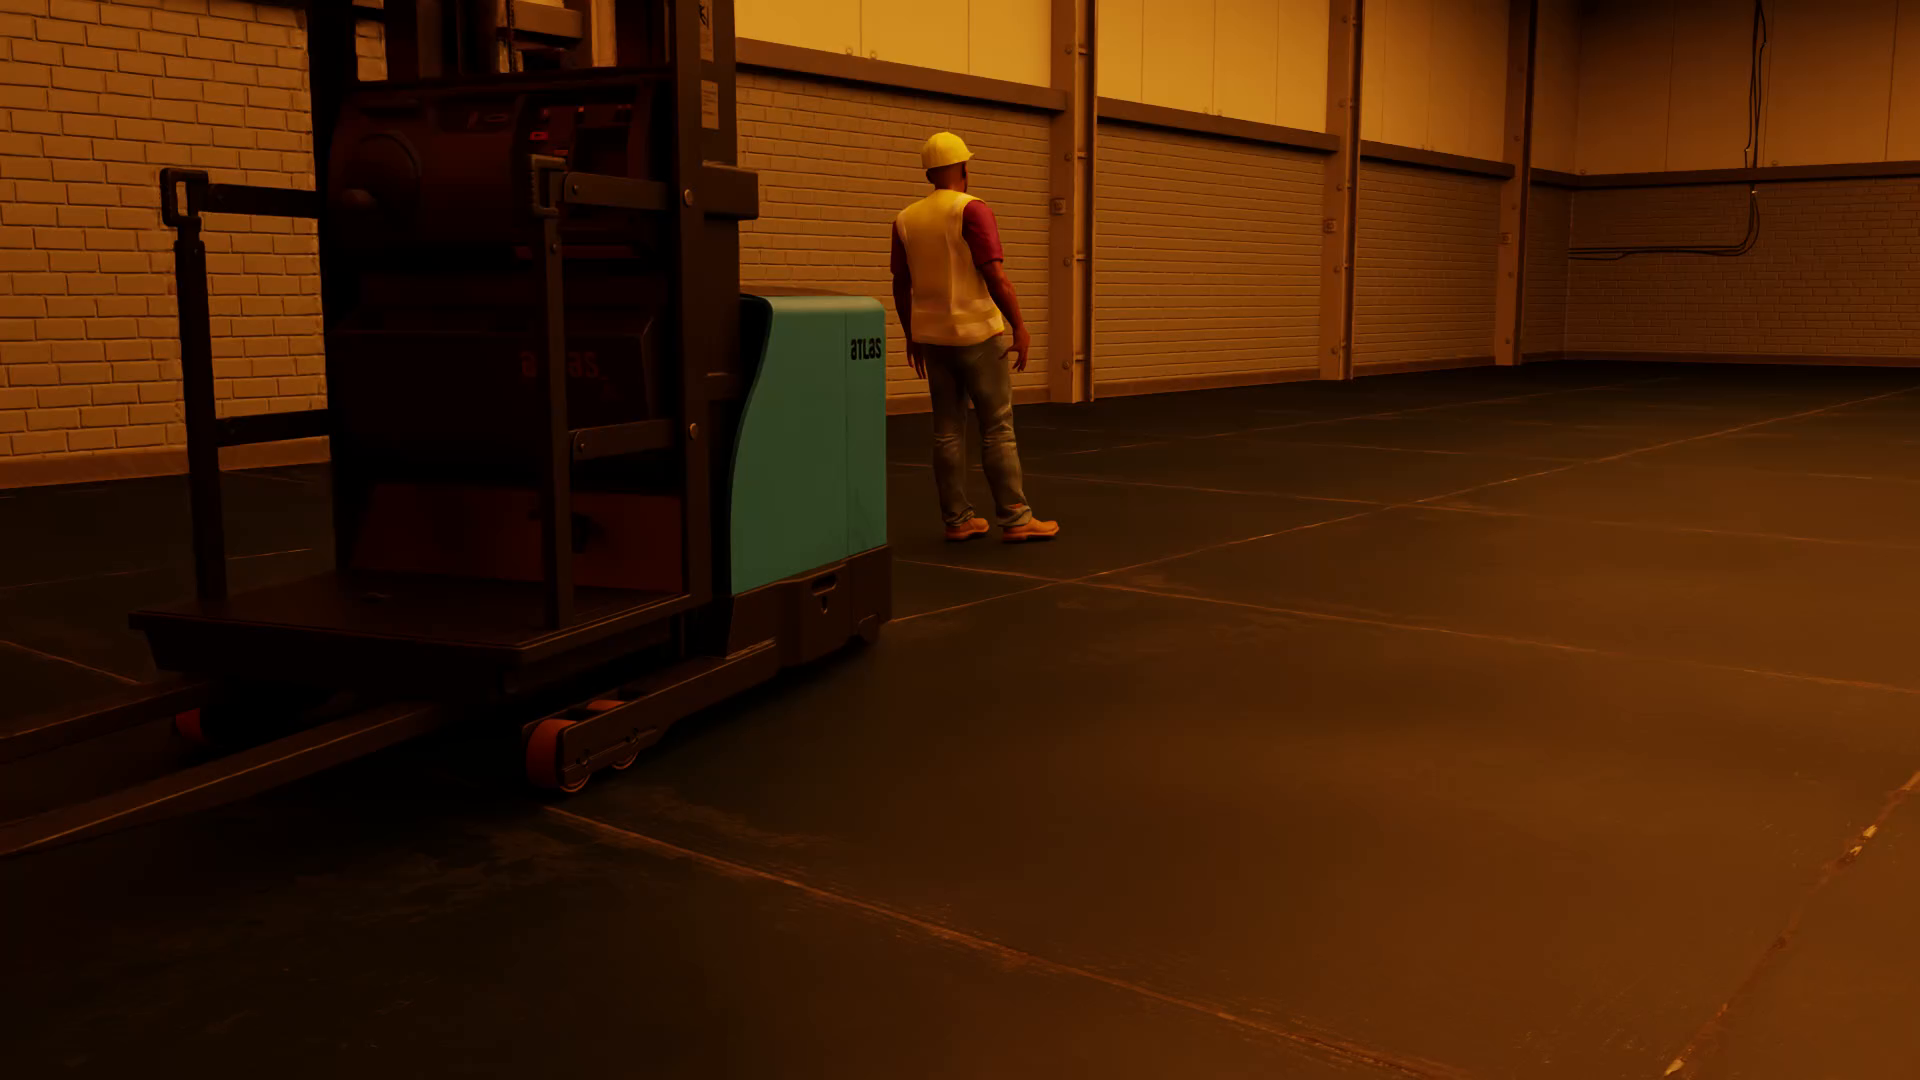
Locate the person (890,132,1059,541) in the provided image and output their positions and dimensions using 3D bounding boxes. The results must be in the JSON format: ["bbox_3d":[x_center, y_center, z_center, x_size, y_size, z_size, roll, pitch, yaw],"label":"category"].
[{"bbox_3d":[0.049,-0.888,7.327,0.665,1.768,0.575,7,11,38],"label":"person"}]

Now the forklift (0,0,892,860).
[{"bbox_3d":[-1.230,-0.965,3.877,1.130,2.935,3.031,3,9,22],"label":"forklift"}]
